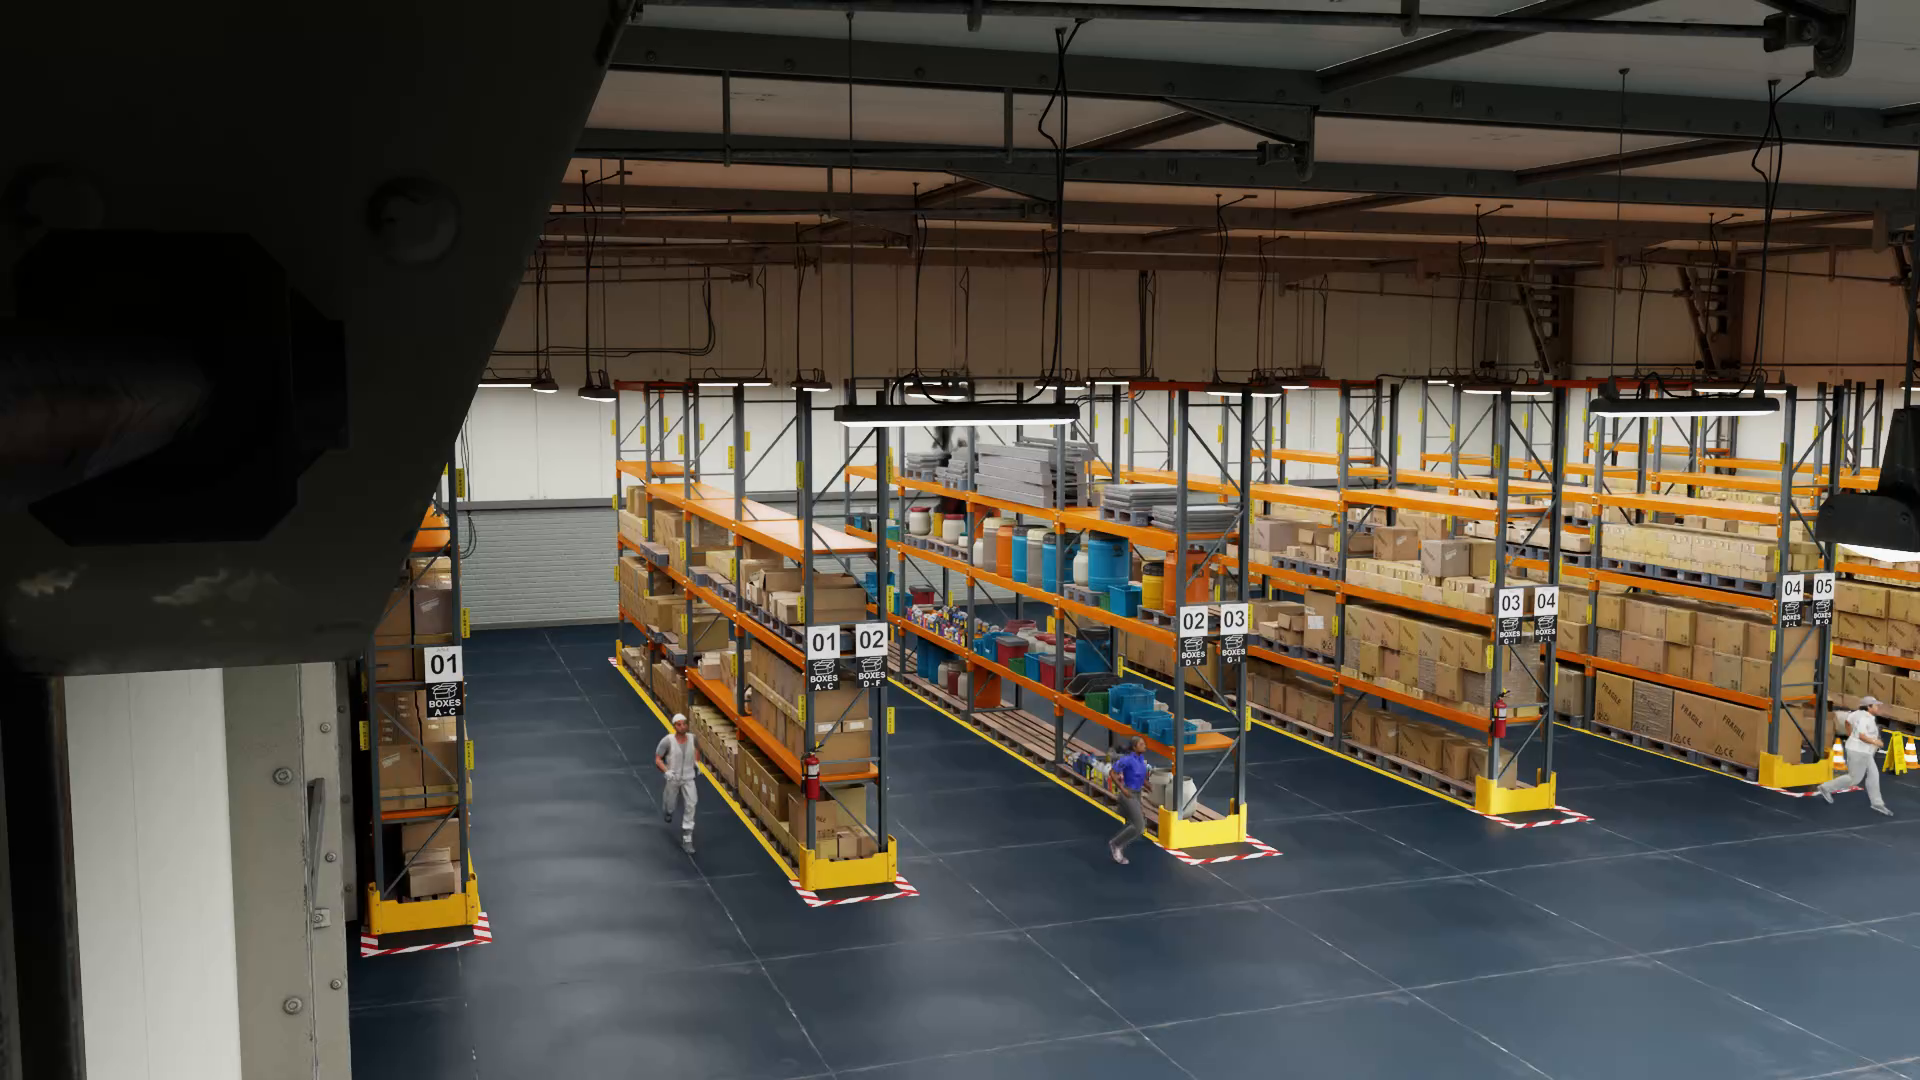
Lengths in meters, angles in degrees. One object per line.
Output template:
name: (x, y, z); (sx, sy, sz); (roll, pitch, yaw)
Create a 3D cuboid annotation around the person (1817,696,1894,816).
person: (12.713, 3.029, 23.549); (0.974, 1.671, 0.628); (3, 7, 23)

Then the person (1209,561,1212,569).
person: (5.973, 1.203, 40.927); (0.491, 1.641, 0.597); (-2, 7, -22)

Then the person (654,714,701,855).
person: (-3.709, 3.160, 21.915); (0.631, 1.772, 1.091); (-2, 6, -21)

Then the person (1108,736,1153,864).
person: (2.197, 3.303, 21.171); (0.542, 1.602, 0.583); (3, 7, 29)
